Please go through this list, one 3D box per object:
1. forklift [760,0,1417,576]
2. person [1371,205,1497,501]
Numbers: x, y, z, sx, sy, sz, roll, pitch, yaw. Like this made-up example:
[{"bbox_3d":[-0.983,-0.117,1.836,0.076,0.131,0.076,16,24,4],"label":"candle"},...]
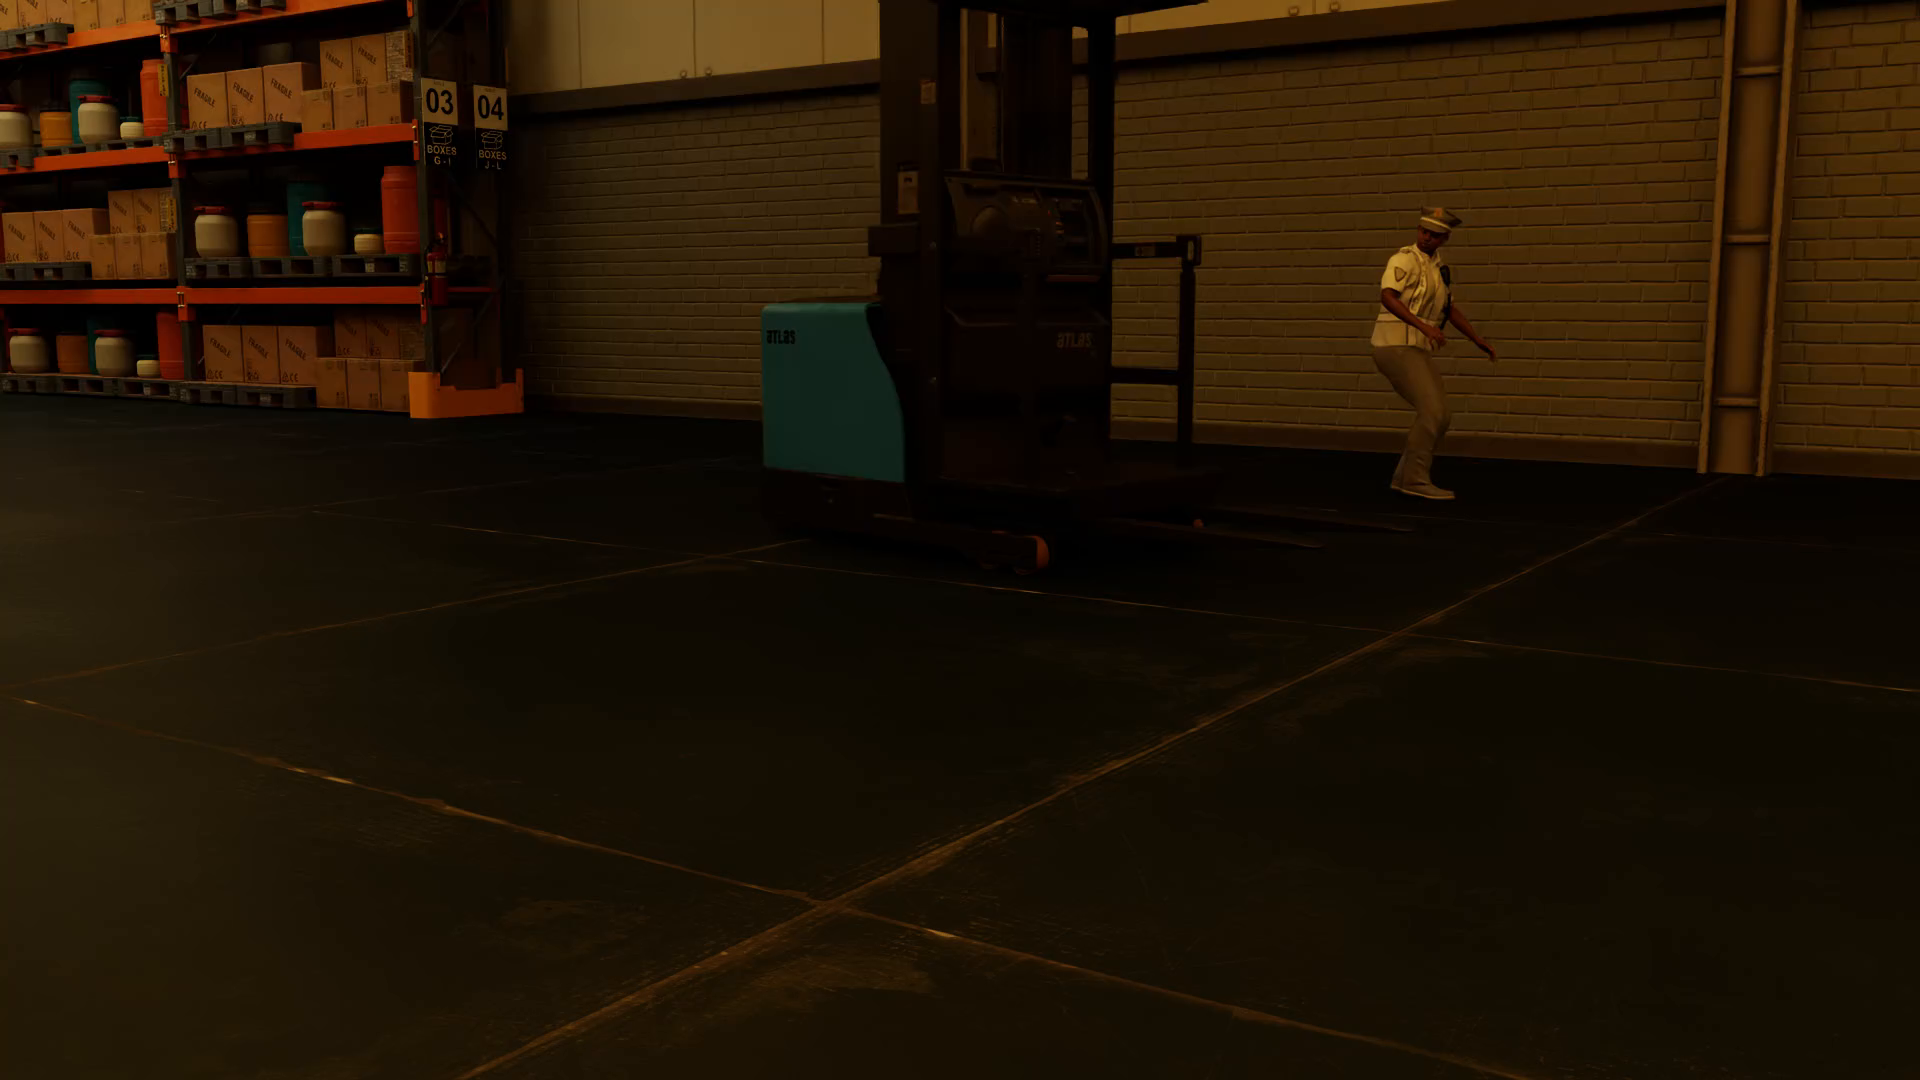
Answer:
[{"bbox_3d":[0.440,-1.390,6.968,1.130,2.935,3.031,-8,11,-43],"label":"forklift"},{"bbox_3d":[2.591,-1.021,9.192,0.577,1.630,0.691,6,10,38],"label":"person"}]
